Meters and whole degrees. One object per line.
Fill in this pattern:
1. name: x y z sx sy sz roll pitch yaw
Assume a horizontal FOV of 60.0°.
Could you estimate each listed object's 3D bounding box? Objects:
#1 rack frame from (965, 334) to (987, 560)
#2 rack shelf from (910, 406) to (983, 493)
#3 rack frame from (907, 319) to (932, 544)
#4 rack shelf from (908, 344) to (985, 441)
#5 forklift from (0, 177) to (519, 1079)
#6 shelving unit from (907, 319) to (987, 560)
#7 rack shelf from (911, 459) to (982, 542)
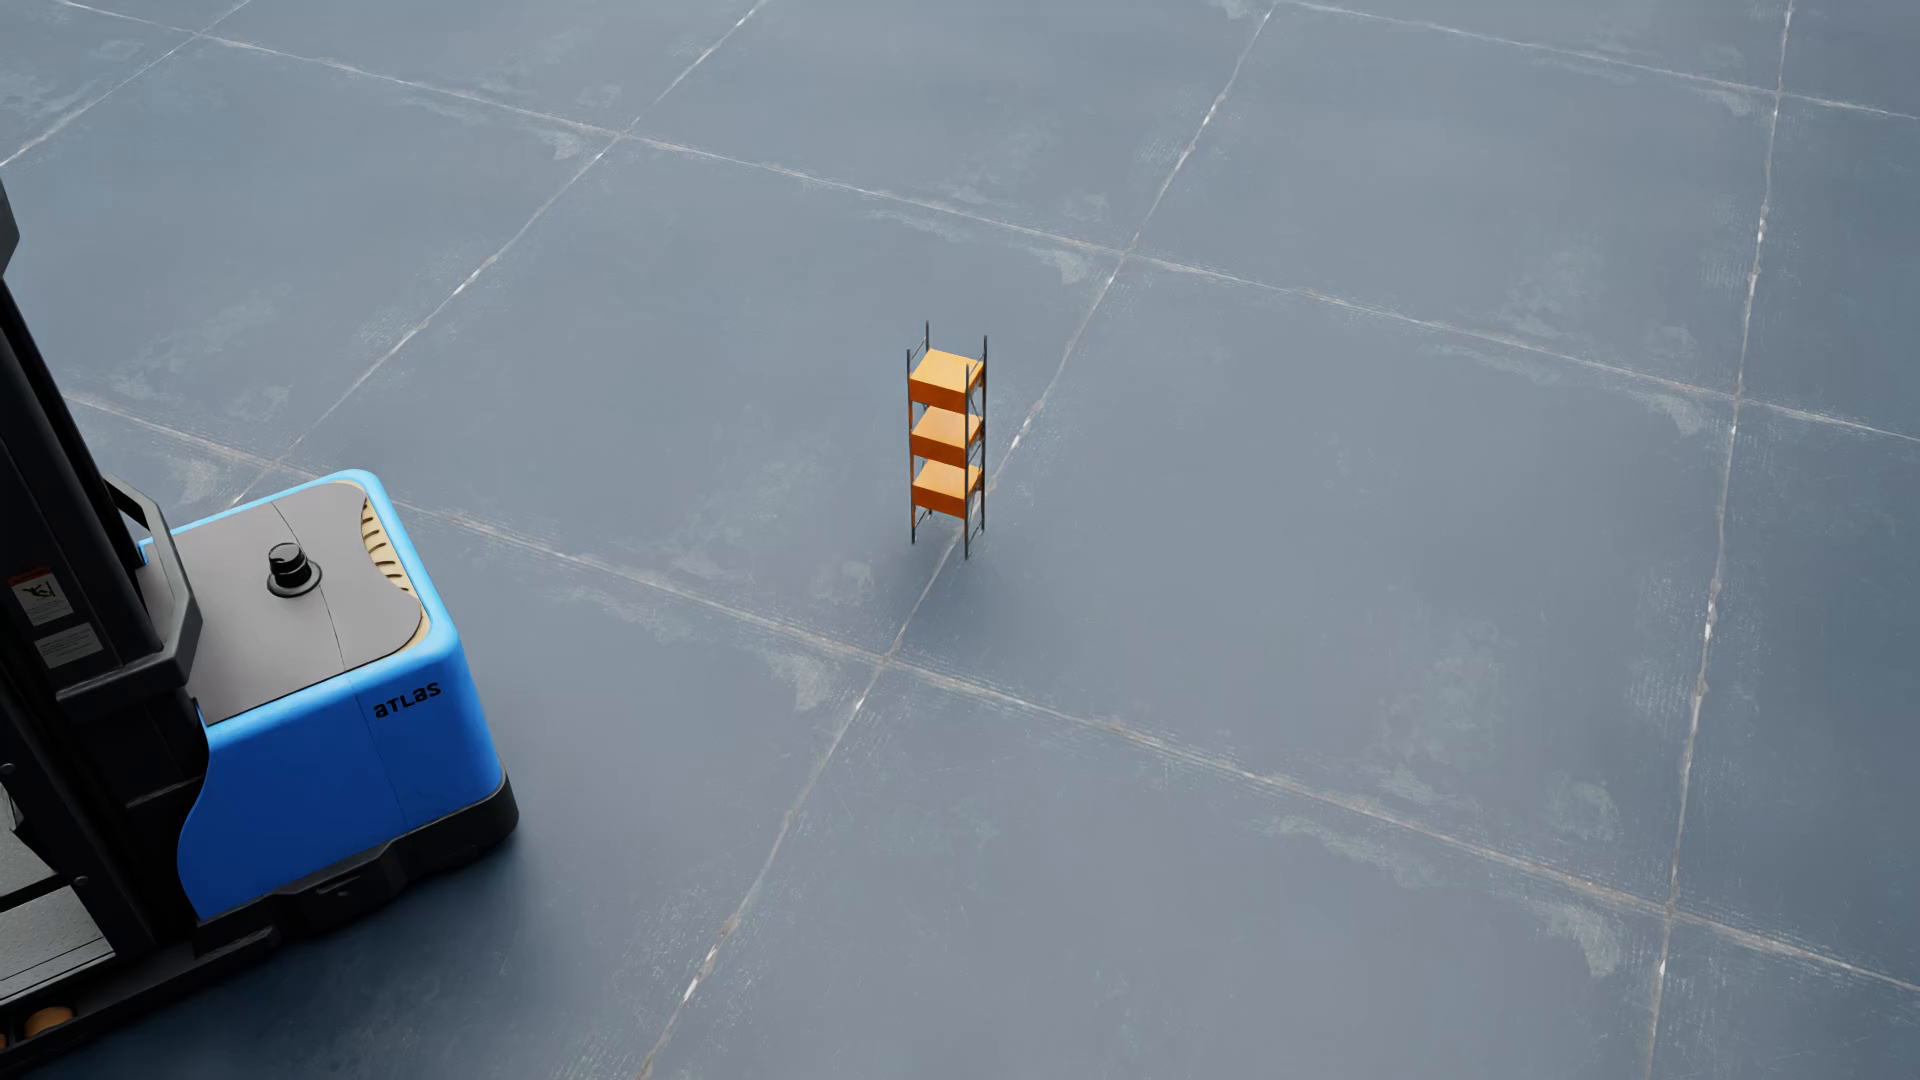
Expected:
1. rack frame: 0.063 -0.354 6.700 0.008 1.050 0.200 16 47 16
2. rack shelf: -0.049 -0.379 6.741 0.240 0.259 0.215 16 47 16
3. rack frame: -0.162 -0.420 6.767 0.008 1.050 0.200 16 47 16
4. rack shelf: -0.049 -0.580 6.541 0.240 0.259 0.215 16 47 16
5. forklift: -3.117 0.274 4.735 3.031 2.935 1.130 -23 49 -21
6. shelving unit: -0.049 -0.387 6.733 0.252 1.050 0.215 16 47 16
7. rack shelf: -0.049 -0.182 6.937 0.240 0.259 0.215 16 47 16
